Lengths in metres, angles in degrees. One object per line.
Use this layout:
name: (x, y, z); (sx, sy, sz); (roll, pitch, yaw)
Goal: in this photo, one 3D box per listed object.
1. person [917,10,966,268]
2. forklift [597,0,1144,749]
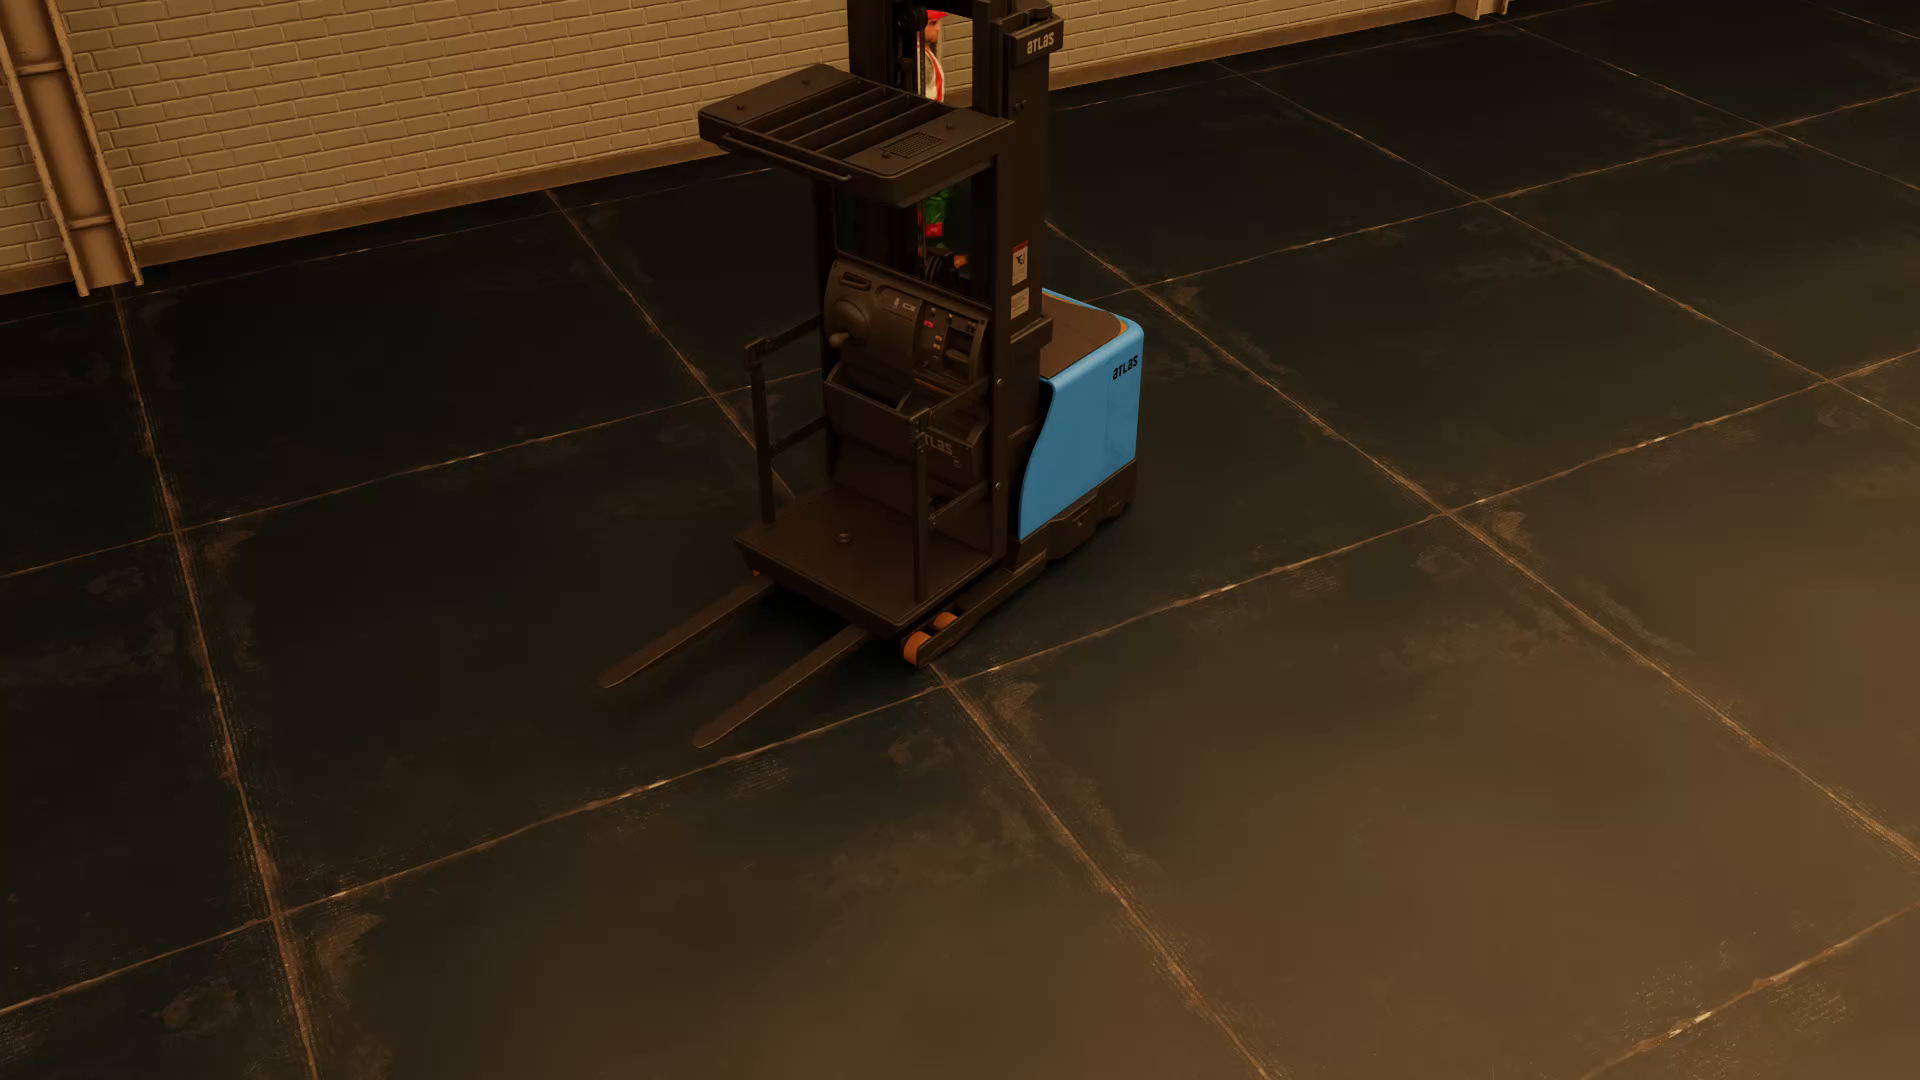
person: (-0.199, -2.651, 10.869); (0.426, 1.788, 0.705); (-8, 36, -11)
forklift: (-0.390, -0.927, 7.434); (1.130, 2.935, 3.031); (26, 43, 31)
